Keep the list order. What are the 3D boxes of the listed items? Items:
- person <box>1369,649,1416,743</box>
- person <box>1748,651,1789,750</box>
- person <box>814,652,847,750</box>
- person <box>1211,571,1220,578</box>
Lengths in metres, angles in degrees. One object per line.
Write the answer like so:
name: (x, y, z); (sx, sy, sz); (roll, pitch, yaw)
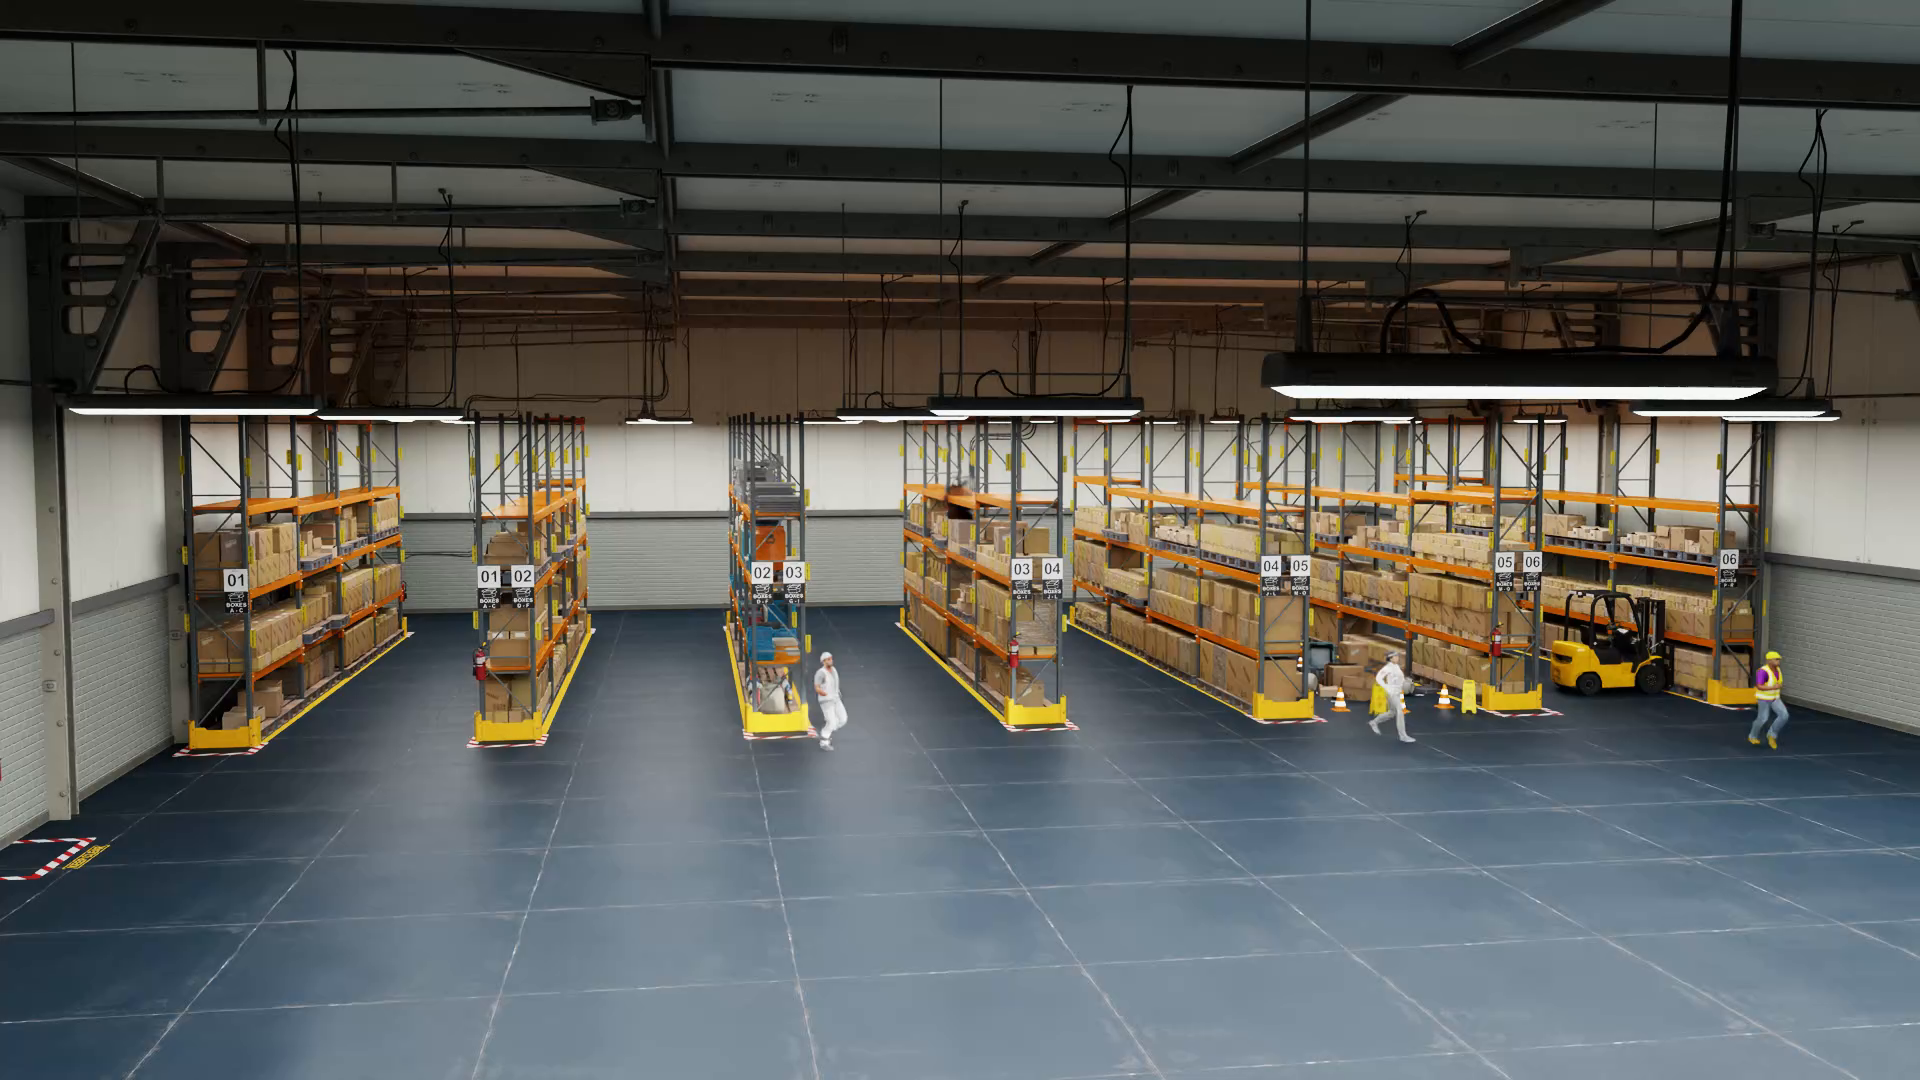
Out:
person: (7.870, 2.805, 30.281); (0.927, 1.673, 0.619); (3, 5, 35)
person: (14.368, 2.836, 29.528); (0.732, 1.755, 0.808); (-2, 4, -24)
person: (-2.286, 2.849, 29.448); (0.526, 1.743, 0.668); (2, 5, 32)
person: (7.780, 1.547, 50.227); (0.598, 1.547, 0.522); (-1, 4, -18)
